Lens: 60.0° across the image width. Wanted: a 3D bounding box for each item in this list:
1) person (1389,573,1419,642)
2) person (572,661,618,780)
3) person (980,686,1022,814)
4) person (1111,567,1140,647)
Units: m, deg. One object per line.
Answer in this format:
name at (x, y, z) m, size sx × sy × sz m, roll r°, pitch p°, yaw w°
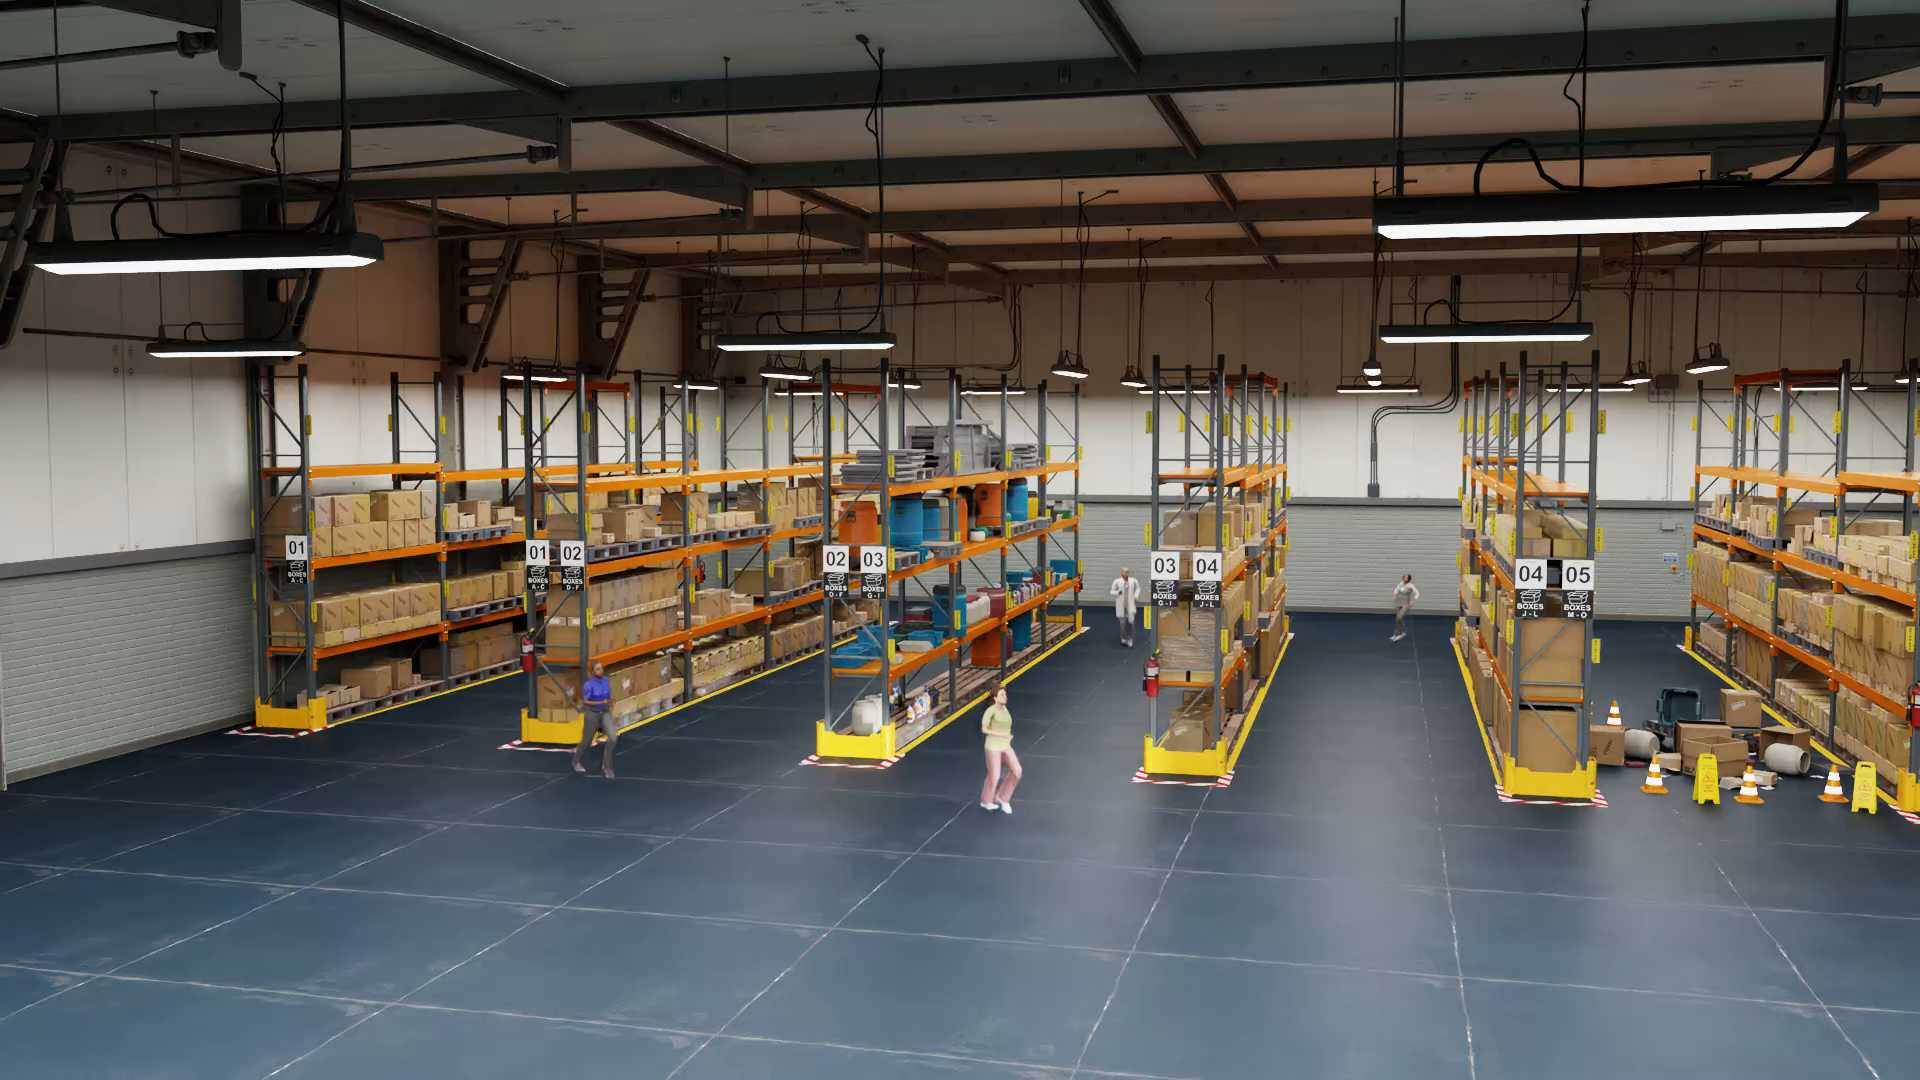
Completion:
person at (10.296, 1.601, 38.568) m, size 0.656 × 1.505 × 0.615 m, roll -3°, pitch 5°, yaw -39°
person at (-5.154, 2.554, 23.653) m, size 0.584 × 1.697 × 0.883 m, roll -4°, pitch 5°, yaw -44°
person at (0.495, 2.706, 21.394) m, size 0.568 × 1.663 × 0.658 m, roll -4°, pitch 5°, yaw -43°
person at (3.764, 1.525, 37.726) m, size 0.689 × 1.812 × 0.762 m, roll 0°, pitch 4°, yaw 2°
